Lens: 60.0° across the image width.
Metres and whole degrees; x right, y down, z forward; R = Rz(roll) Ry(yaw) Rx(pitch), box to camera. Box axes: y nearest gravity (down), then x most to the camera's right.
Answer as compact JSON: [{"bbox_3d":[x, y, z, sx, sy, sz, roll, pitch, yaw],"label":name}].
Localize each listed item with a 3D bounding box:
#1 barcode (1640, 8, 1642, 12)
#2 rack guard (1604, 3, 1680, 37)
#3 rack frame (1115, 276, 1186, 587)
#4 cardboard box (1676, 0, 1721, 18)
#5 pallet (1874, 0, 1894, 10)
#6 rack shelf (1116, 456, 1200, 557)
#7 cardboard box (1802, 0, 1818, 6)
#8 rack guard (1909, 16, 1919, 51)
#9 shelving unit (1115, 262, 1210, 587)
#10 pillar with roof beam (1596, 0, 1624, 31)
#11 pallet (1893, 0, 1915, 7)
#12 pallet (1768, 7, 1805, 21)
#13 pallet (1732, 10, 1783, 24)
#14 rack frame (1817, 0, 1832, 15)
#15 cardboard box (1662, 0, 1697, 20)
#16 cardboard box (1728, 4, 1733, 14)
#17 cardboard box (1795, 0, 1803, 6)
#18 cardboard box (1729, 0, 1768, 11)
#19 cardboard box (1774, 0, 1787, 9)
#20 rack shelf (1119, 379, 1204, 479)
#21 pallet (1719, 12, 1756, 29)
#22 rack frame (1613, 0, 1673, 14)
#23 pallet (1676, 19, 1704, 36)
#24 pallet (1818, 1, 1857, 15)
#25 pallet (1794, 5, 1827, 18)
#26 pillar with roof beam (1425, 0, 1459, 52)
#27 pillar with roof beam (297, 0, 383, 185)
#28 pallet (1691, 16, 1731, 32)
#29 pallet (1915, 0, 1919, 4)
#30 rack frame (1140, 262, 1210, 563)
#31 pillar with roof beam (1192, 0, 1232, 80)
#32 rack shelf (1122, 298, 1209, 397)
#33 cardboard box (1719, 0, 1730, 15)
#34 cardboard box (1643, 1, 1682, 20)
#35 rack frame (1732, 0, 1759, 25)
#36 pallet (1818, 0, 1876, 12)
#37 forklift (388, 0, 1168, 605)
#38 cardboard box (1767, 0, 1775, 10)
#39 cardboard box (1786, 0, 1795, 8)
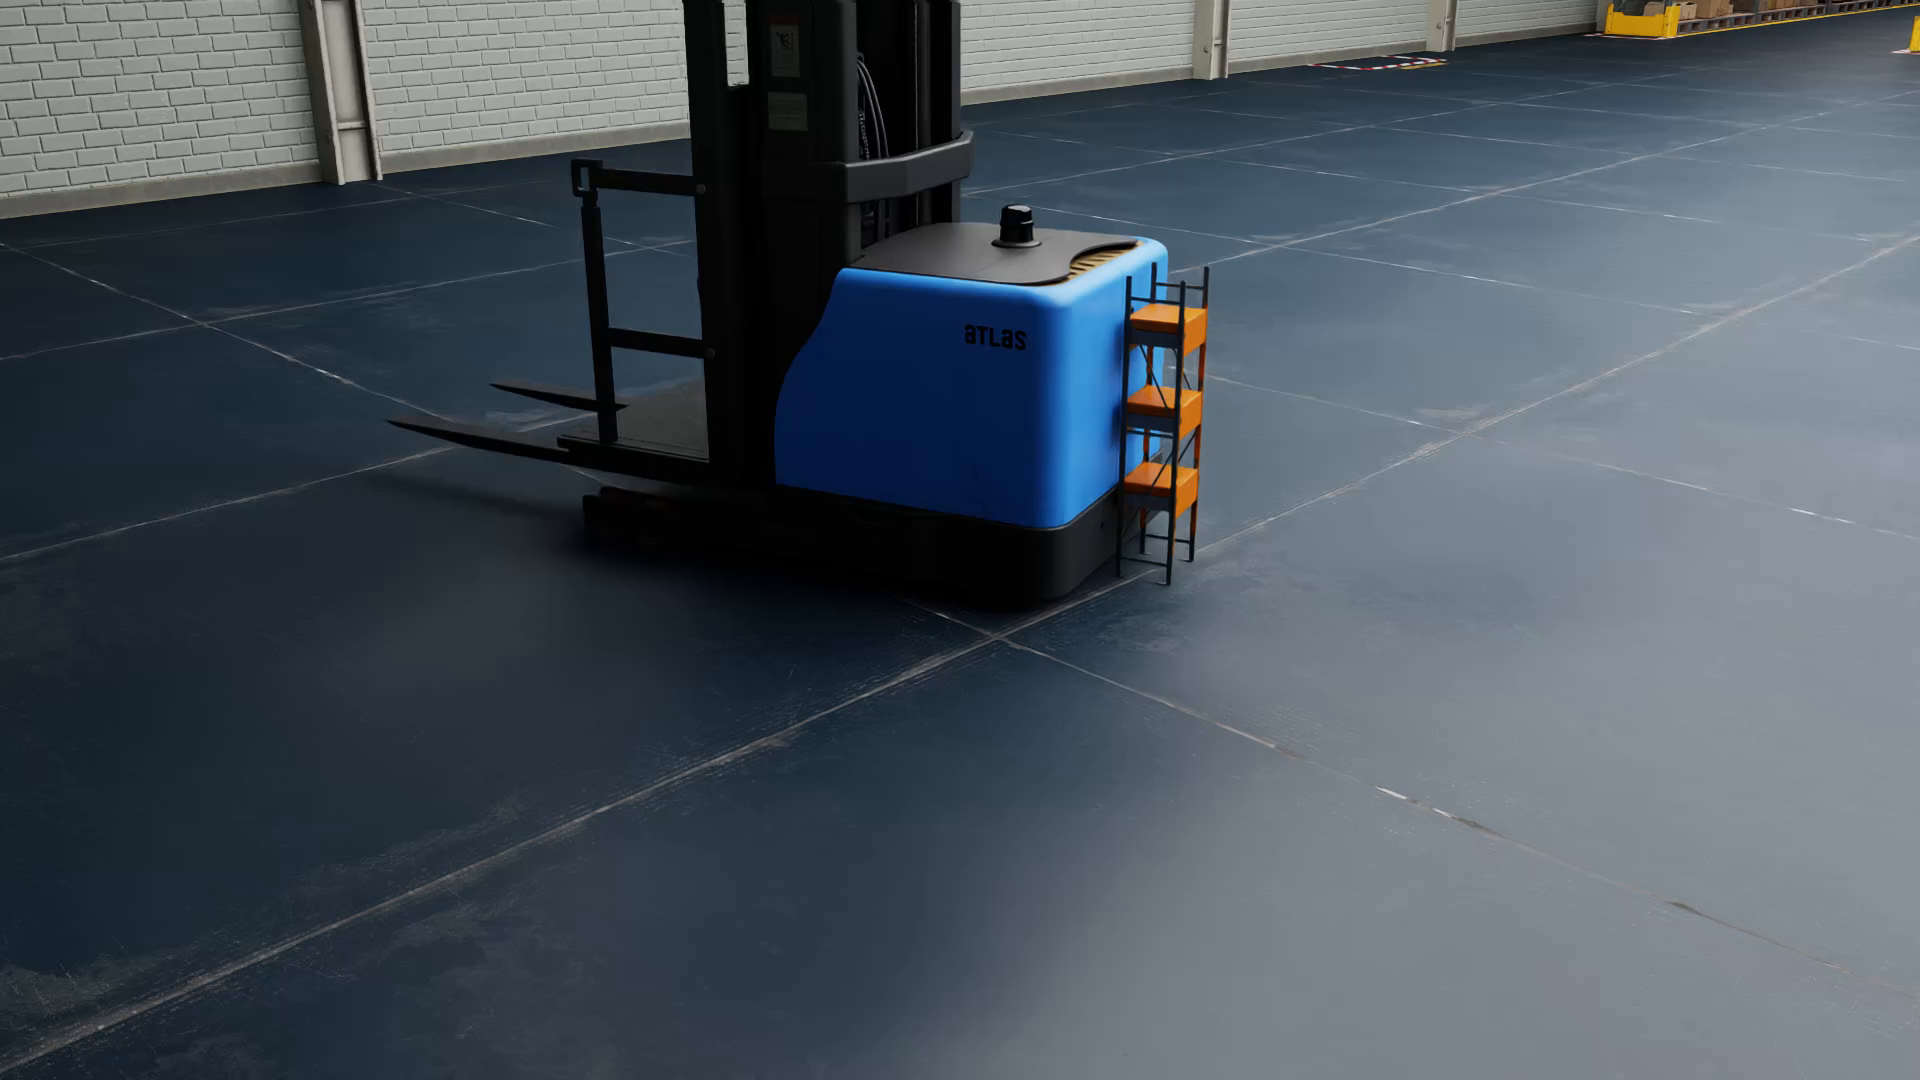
[{"bbox_3d":[12.066,-9.399,29.468,0.001,0.075,0.075,19,28,41],"label":"barcode"},{"bbox_3d":[11.845,-9.037,28.889,1.175,0.500,0.348,19,28,41],"label":"rack guard"},{"bbox_3d":[0.629,-0.348,5.516,0.200,1.050,0.008,10,23,24],"label":"rack frame"},{"bbox_3d":[13.285,-9.701,30.003,0.700,0.500,0.500,17,27,37],"label":"cardboard box"},{"bbox_3d":[19.679,-11.750,36.350,1.003,0.211,1.213,19,28,41],"label":"pallet"},{"bbox_3d":[0.681,-0.118,5.722,0.215,0.259,0.240,10,23,24],"label":"rack shelf"},{"bbox_3d":[16.908,-11.081,33.594,0.500,0.500,0.700,-20,29,-41],"label":"cardboard box"},{"bbox_3d":[15.327,-7.772,25.599,1.175,0.500,0.348,19,28,41],"label":"rack guard"},{"bbox_3d":[0.681,-0.387,5.618,0.215,1.050,0.252,10,23,24],"label":"shelving unit"},{"bbox_3d":[14.745,-12.303,25.542,9.100,9.000,0.400,19,28,41],"label":"pillar with roof beam"},{"bbox_3d":[20.750,-12.143,37.373,1.003,0.211,1.213,19,28,41],"label":"pallet"},{"bbox_3d":[15.976,-10.426,32.907,1.003,0.211,1.213,19,28,41],"label":"pallet"},{"bbox_3d":[15.125,-10.111,32.087,1.003,0.211,1.213,19,28,41],"label":"pallet"},{"bbox_3d":[17.373,-12.240,33.740,1.000,3.000,0.127,19,28,41],"label":"rack frame"},{"bbox_3d":[12.737,-9.436,29.579,0.500,0.311,0.500,-17,27,-38],"label":"cardboard box"},{"bbox_3d":[14.231,-9.950,31.117,0.380,0.166,0.250,15,26,34],"label":"cardboard box"},{"bbox_3d":[16.466,-10.978,33.325,0.700,0.500,0.500,19,28,41],"label":"cardboard box"},{"bbox_3d":[15.084,-10.444,31.937,0.500,0.500,0.700,-19,28,-40],"label":"cardboard box"},{"bbox_3d":[15.794,-10.711,32.631,0.700,0.500,0.500,20,28,41],"label":"cardboard box"},{"bbox_3d":[0.681,-0.377,5.622,0.215,0.259,0.240,10,23,24],"label":"rack shelf"},{"bbox_3d":[14.140,-9.729,31.093,1.003,0.211,1.213,19,28,41],"label":"pallet"},{"bbox_3d":[11.792,-10.184,28.390,1.000,3.000,0.127,19,28,41],"label":"rack frame"},{"bbox_3d":[12.437,-9.102,29.461,1.003,0.211,1.213,19,28,41],"label":"pallet"},{"bbox_3d":[17.977,-11.123,34.718,1.003,0.211,1.213,19,28,41],"label":"pallet"},{"bbox_3d":[16.827,-10.738,33.719,1.003,0.211,1.213,19,28,41],"label":"pallet"},{"bbox_3d":[10.560,-10.761,21.529,9.100,9.000,0.400,19,28,41],"label":"pillar with roof beam"},{"bbox_3d":[-1.997,-6.134,9.491,9.100,9.000,0.400,19,28,41],"label":"pillar with roof beam"},{"bbox_3d":[13.288,-9.414,30.273,1.003,0.211,1.213,19,28,41],"label":"pallet"},{"bbox_3d":[21.601,-12.458,38.193,1.003,0.211,1.213,19,28,41],"label":"pallet"},{"bbox_3d":[0.734,-0.427,5.721,0.200,1.050,0.008,10,23,24],"label":"rack frame"},{"bbox_3d":[6.374,-9.219,17.516,9.100,9.000,0.400,19,28,41],"label":"pillar with roof beam"},{"bbox_3d":[0.681,-0.642,5.520,0.215,0.259,0.240,10,23,24],"label":"rack shelf"},{"bbox_3d":[13.887,-9.974,30.714,0.500,0.500,0.500,17,27,37],"label":"cardboard box"},{"bbox_3d":[12.340,-9.290,29.197,0.500,0.311,0.500,15,26,35],"label":"cardboard box"},{"bbox_3d":[14.583,-11.212,31.065,1.000,3.000,0.127,19,28,41],"label":"rack frame"},{"bbox_3d":[18.828,-11.435,35.530,1.003,0.211,1.213,19,28,41],"label":"pallet"},{"bbox_3d":[-0.810,-1.507,5.910,3.031,2.935,1.130,10,23,25],"label":"forklift"},{"bbox_3d":[15.409,-10.590,32.316,0.700,0.500,0.500,19,28,40],"label":"cardboard box"},{"bbox_3d":[16.139,-10.843,32.975,0.700,0.500,0.500,19,28,40],"label":"cardboard box"}]
